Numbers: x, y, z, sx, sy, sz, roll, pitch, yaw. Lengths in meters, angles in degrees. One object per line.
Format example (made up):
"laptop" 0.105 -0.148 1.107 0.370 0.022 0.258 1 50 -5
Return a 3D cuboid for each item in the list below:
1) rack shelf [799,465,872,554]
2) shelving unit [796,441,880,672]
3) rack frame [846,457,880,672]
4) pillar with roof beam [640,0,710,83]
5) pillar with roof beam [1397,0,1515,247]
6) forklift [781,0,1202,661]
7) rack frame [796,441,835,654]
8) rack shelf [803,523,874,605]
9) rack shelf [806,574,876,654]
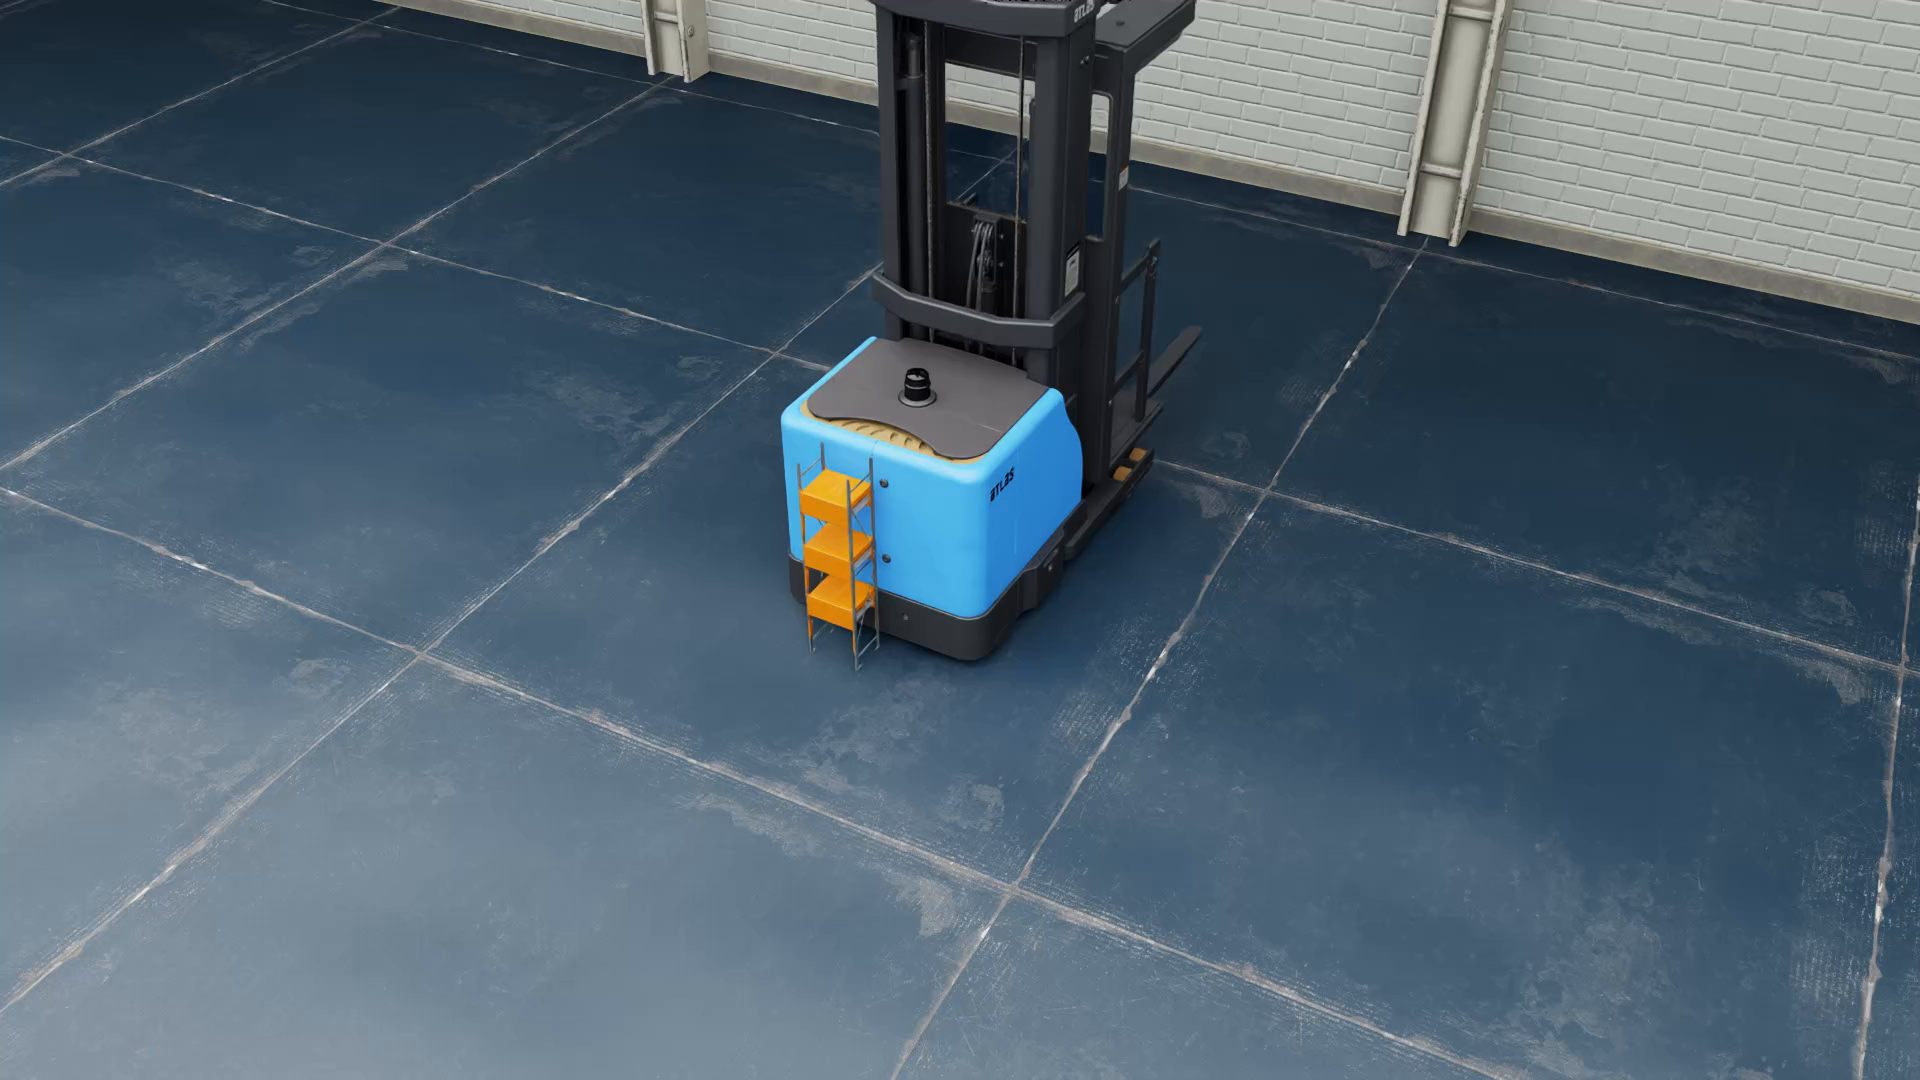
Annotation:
"rack shelf" -0.526 -0.132 7.124 0.240 0.259 0.215 19 41 23
"shelving unit" -0.526 0.085 7.289 0.252 1.050 0.215 19 41 23
"rack frame" -0.419 0.121 7.242 0.008 1.050 0.200 19 41 23
"pillar with roof beam" -4.194 -4.977 7.383 0.400 9.000 9.100 17 41 21
"pillar with roof beam" 1.134 -3.308 5.185 0.400 9.000 9.100 17 41 21
"forklift" 0.357 -1.501 7.823 1.130 2.935 3.031 19 41 23
"rack frame" -0.632 0.049 7.336 0.008 1.050 0.200 19 41 23
"rack shelf" -0.526 0.094 7.295 0.240 0.259 0.215 19 41 23
"rack shelf" -0.526 0.315 7.464 0.240 0.259 0.215 19 41 23
